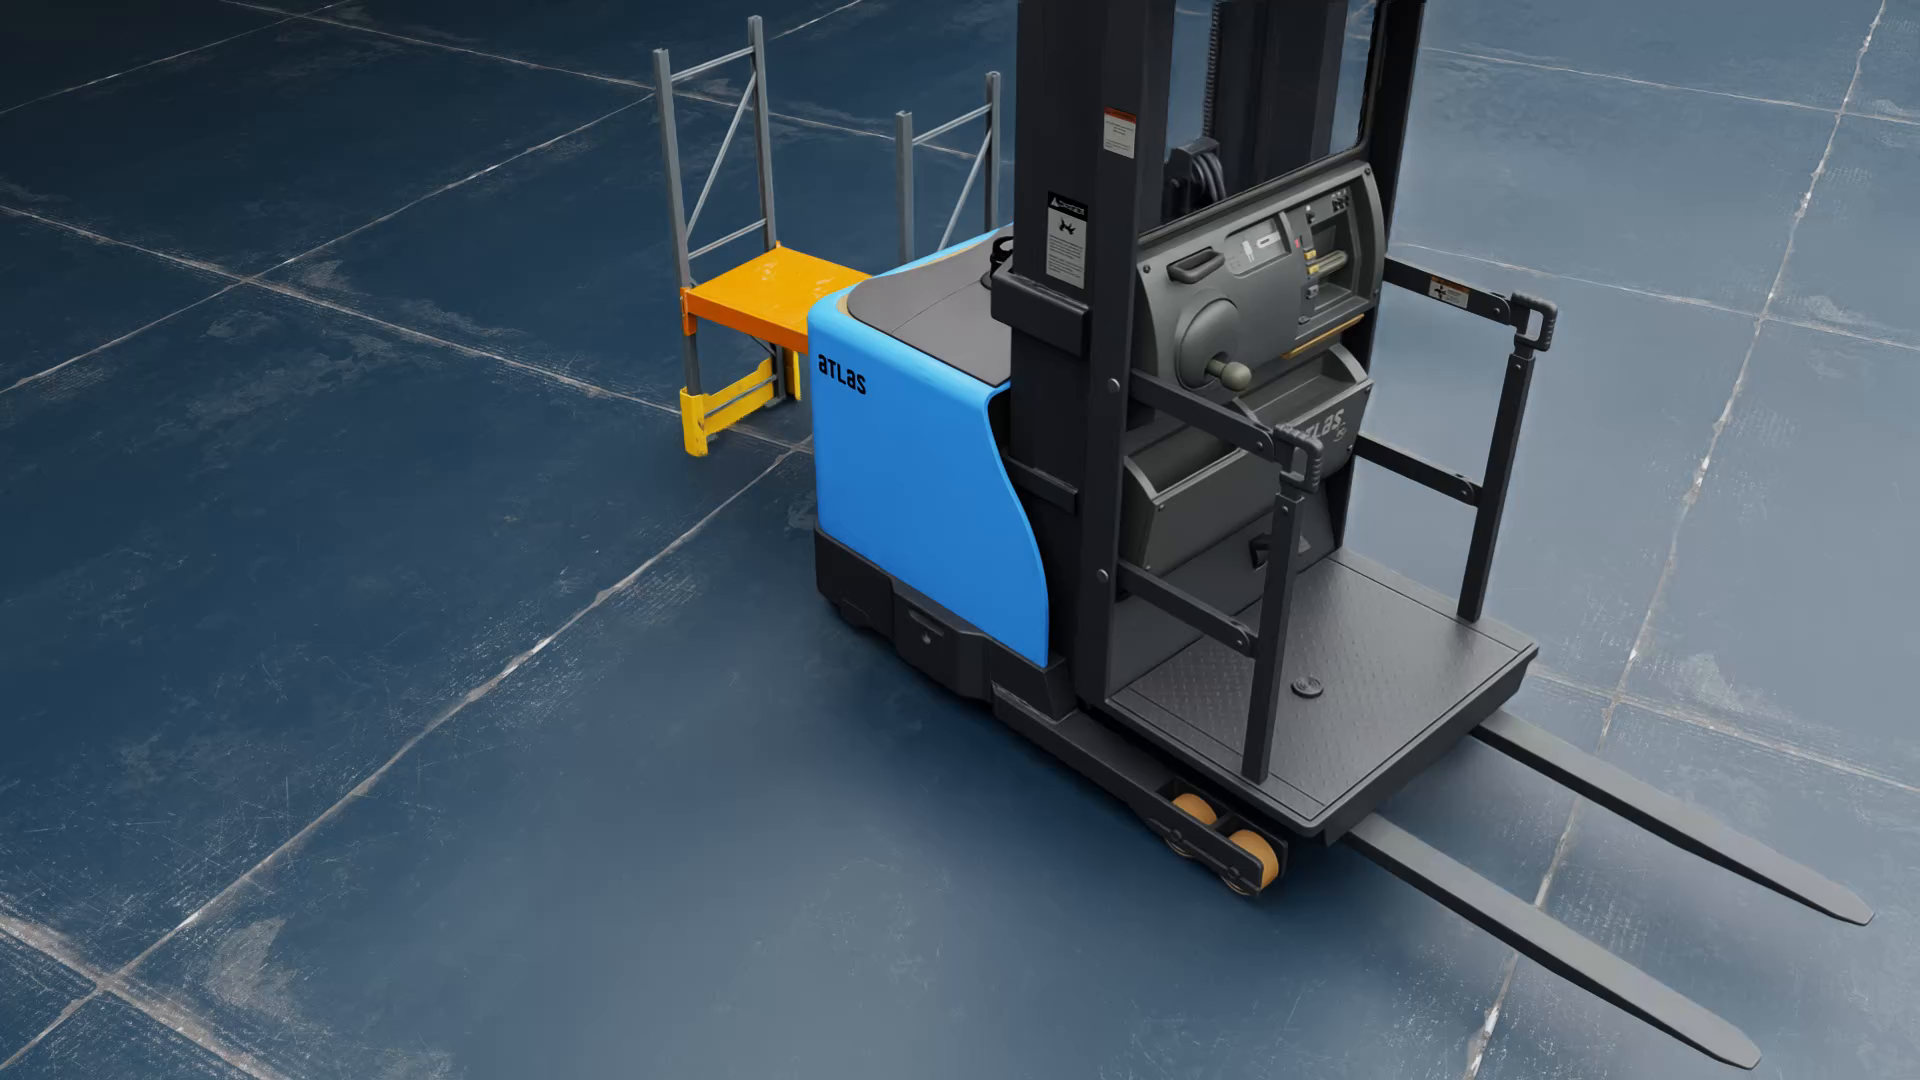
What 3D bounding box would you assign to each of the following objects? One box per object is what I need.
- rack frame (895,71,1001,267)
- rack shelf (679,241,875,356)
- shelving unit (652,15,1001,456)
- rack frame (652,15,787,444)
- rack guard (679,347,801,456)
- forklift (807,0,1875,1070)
[{"bbox_3d":[-0.032,-0.749,5.521,0.032,1.500,0.500,22,40,30],"label":"rack frame"},{"bbox_3d":[-0.440,-0.767,5.873,1.000,0.185,0.538,22,40,30],"label":"rack shelf"},{"bbox_3d":[-0.433,-0.914,5.769,1.083,1.500,0.587,22,40,30],"label":"shelving unit"},{"bbox_3d":[-0.848,-1.085,6.026,0.032,1.500,0.500,22,40,30],"label":"rack frame"},{"bbox_3d":[-0.833,-0.558,6.362,0.087,0.250,0.587,22,40,30],"label":"rack guard"},{"bbox_3d":[0.916,-0.616,4.030,1.130,2.935,3.031,-28,43,-35],"label":"forklift"}]
